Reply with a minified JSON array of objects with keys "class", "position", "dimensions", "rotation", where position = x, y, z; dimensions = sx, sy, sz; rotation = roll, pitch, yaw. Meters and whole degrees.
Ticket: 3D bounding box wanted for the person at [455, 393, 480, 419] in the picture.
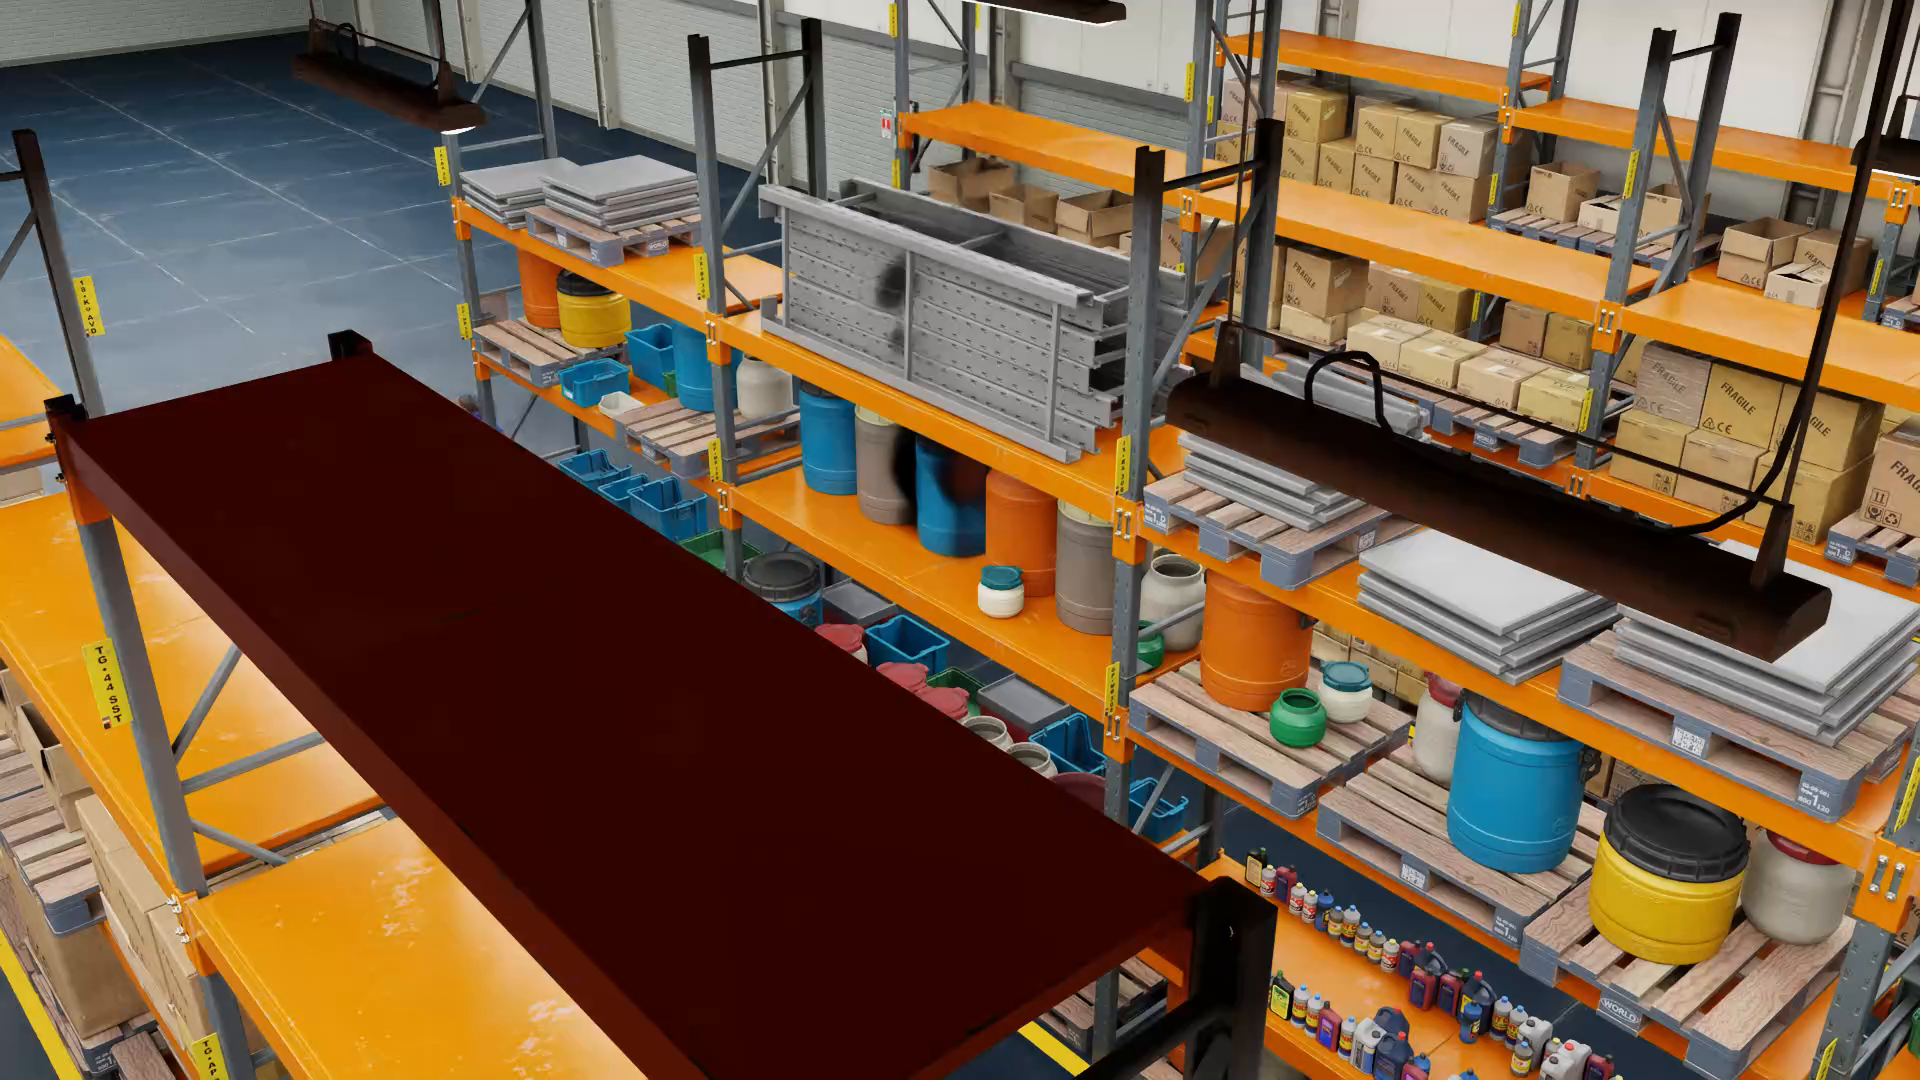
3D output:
[{"class":"person","position":[-4.977,-0.741,17.218],"dimensions":[0.910,1.679,0.567],"rotation":[-4,27,-8]}]
